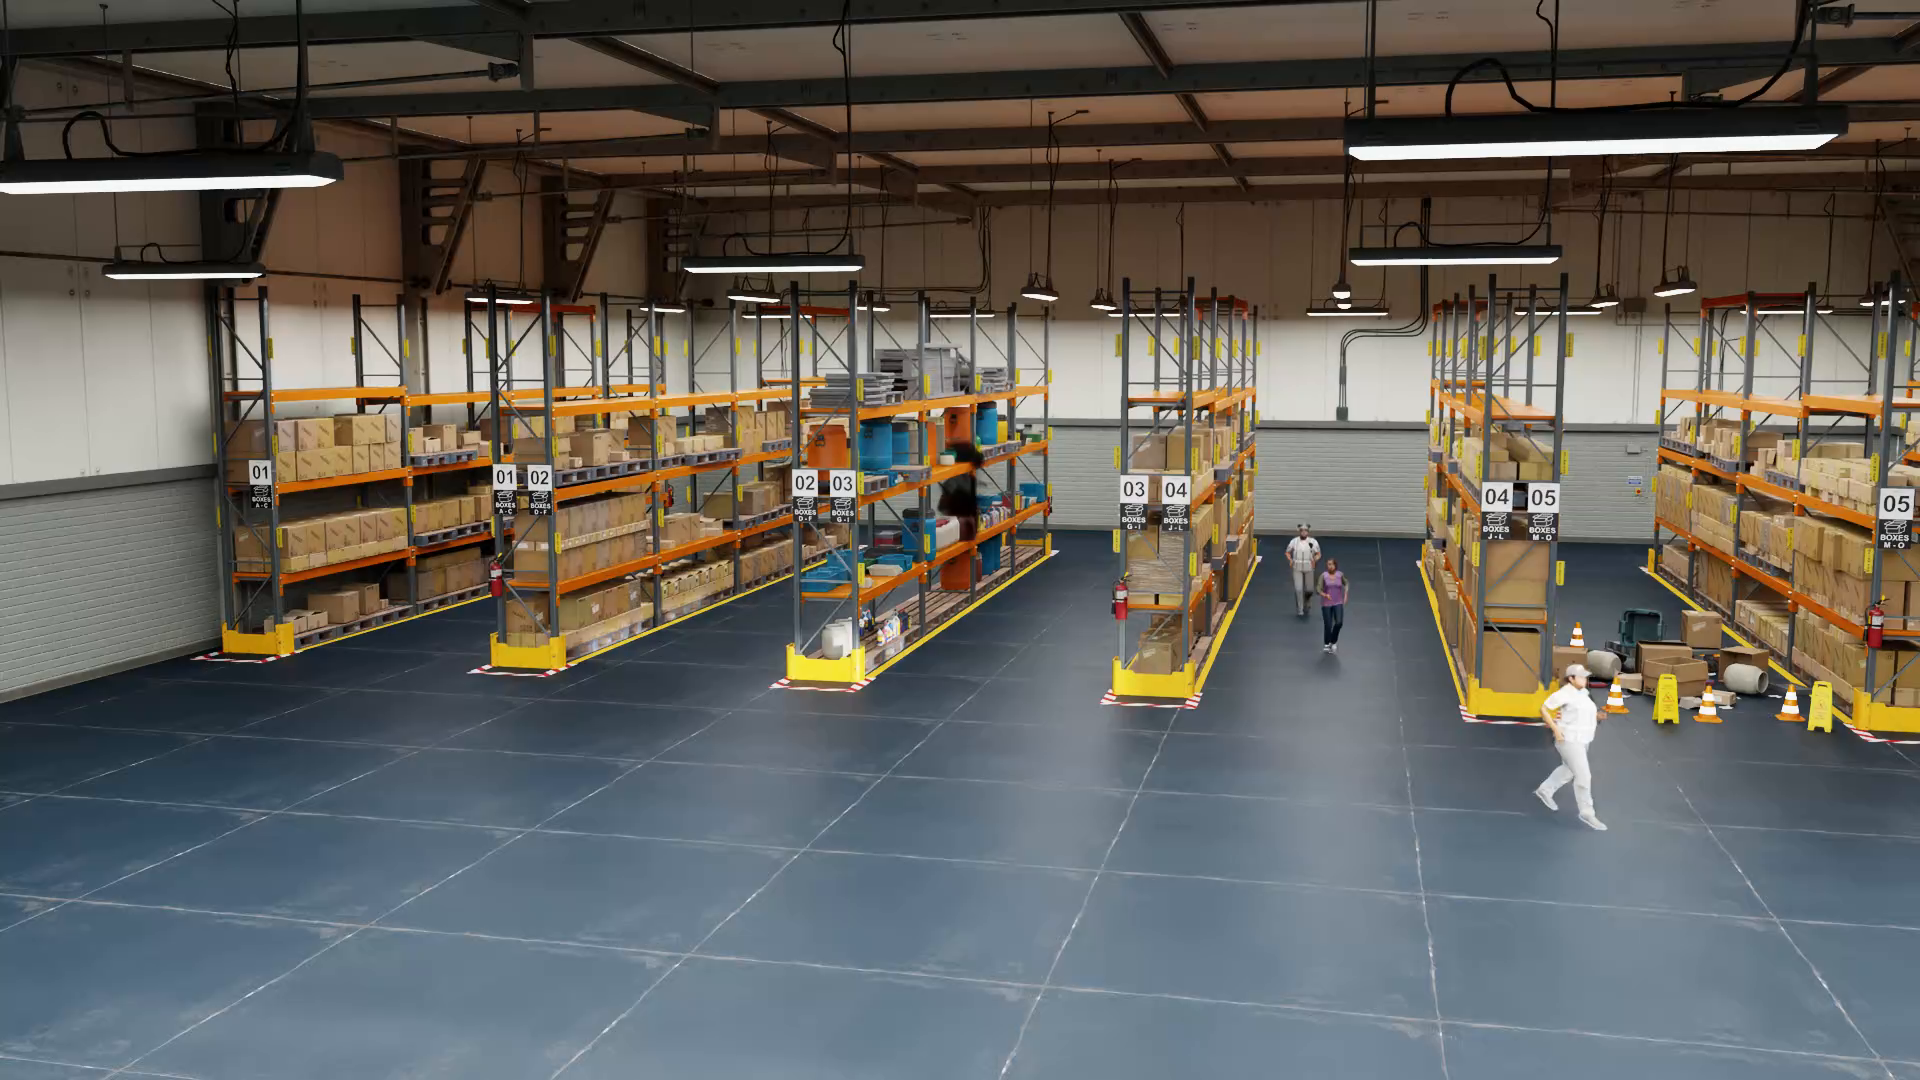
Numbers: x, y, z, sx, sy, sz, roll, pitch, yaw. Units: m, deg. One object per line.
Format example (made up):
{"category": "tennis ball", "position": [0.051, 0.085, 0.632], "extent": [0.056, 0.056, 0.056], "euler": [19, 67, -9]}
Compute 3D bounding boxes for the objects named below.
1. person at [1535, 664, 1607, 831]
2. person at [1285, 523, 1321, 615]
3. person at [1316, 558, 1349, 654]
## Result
{"category": "person", "position": [6.504, 2.148, 17.602], "extent": [0.594, 1.689, 0.858], "euler": [-6, 9, -42]}
{"category": "person", "position": [6.479, 0.530, 31.448], "extent": [0.664, 1.733, 0.645], "euler": [1, 7, 11]}
{"category": "person", "position": [6.120, 1.084, 27.335], "extent": [0.545, 1.578, 0.629], "euler": [1, 7, 8]}
